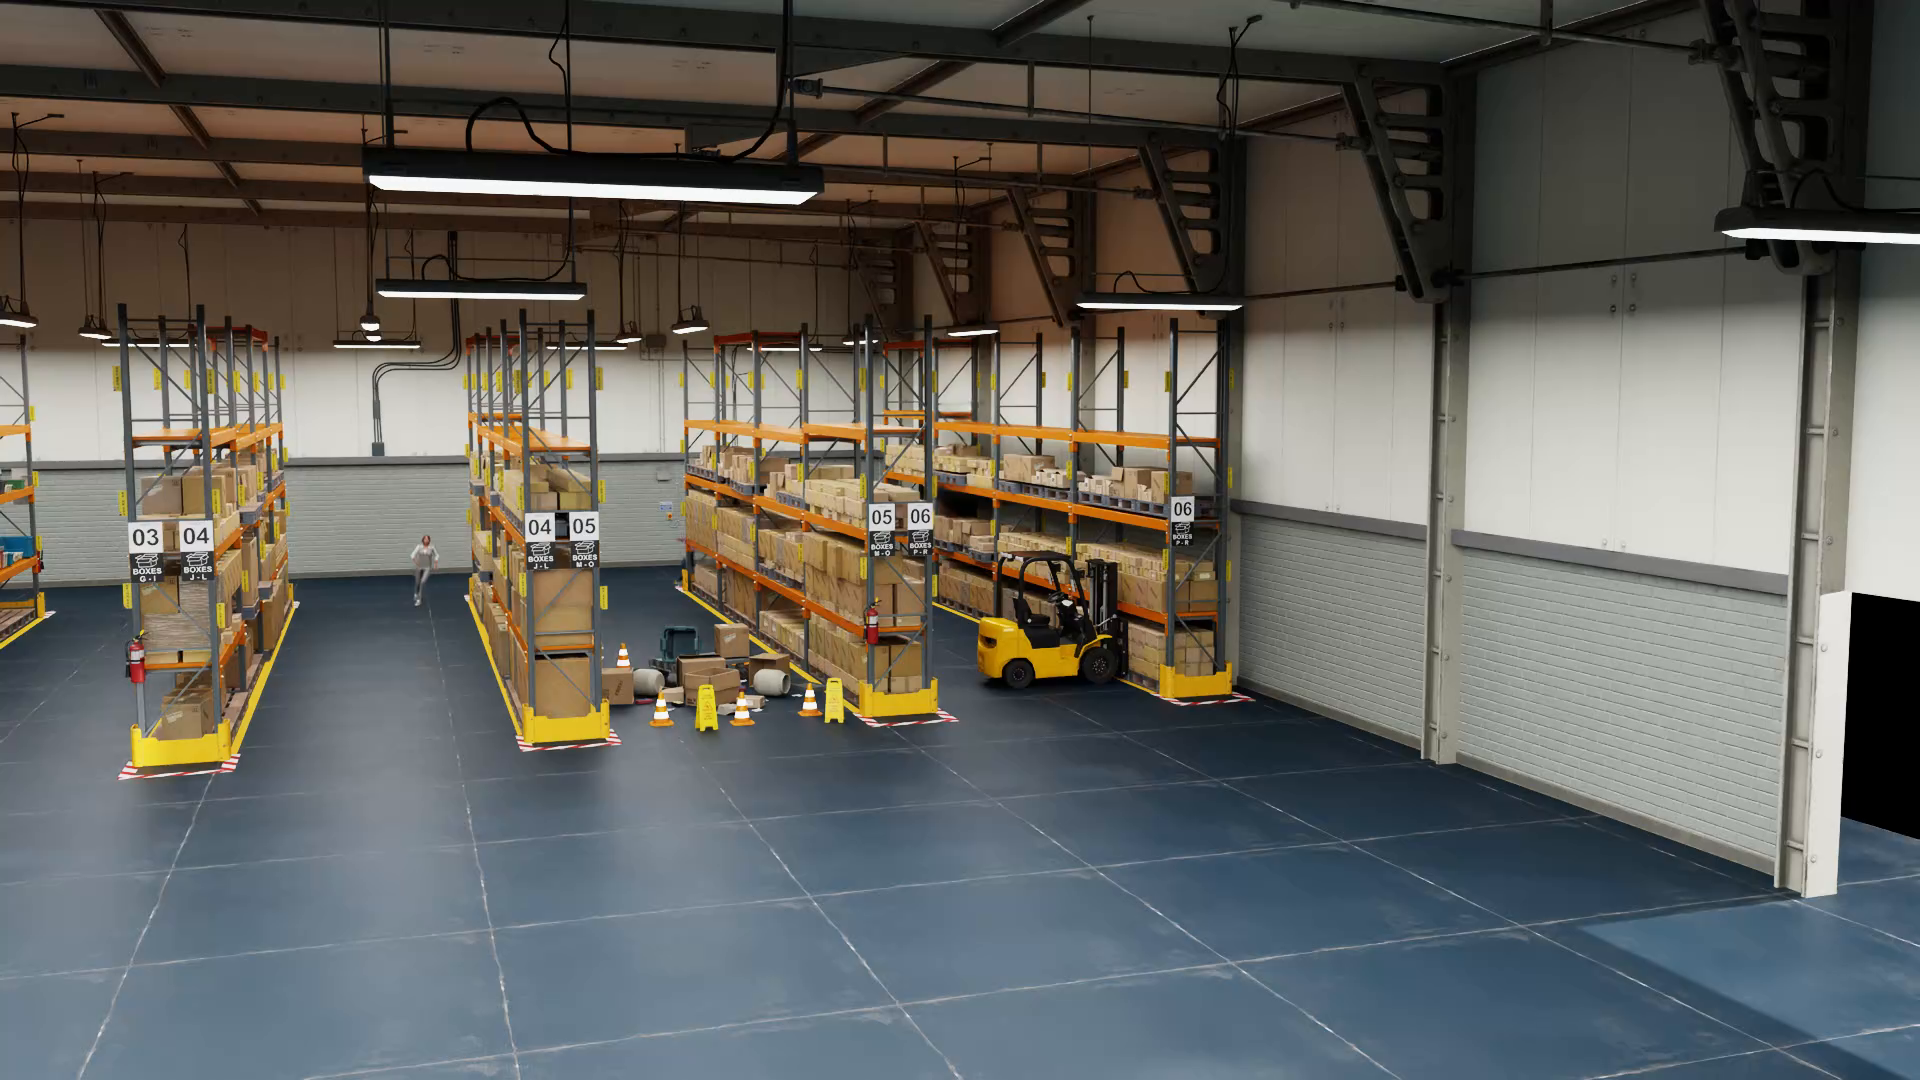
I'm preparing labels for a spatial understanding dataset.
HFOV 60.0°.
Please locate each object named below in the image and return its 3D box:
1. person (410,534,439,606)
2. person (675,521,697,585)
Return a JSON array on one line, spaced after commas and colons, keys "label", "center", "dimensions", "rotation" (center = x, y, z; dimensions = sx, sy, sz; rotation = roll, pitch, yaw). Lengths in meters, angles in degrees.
[{"label": "person", "center": [-12.073, 0.656, 37.488], "dimensions": [0.597, 1.562, 0.869], "rotation": [-1, 6, -11]}, {"label": "person", "center": [-6.664, 0.292, 41.077], "dimensions": [0.830, 1.602, 0.575], "rotation": [-2, 6, -24]}]
